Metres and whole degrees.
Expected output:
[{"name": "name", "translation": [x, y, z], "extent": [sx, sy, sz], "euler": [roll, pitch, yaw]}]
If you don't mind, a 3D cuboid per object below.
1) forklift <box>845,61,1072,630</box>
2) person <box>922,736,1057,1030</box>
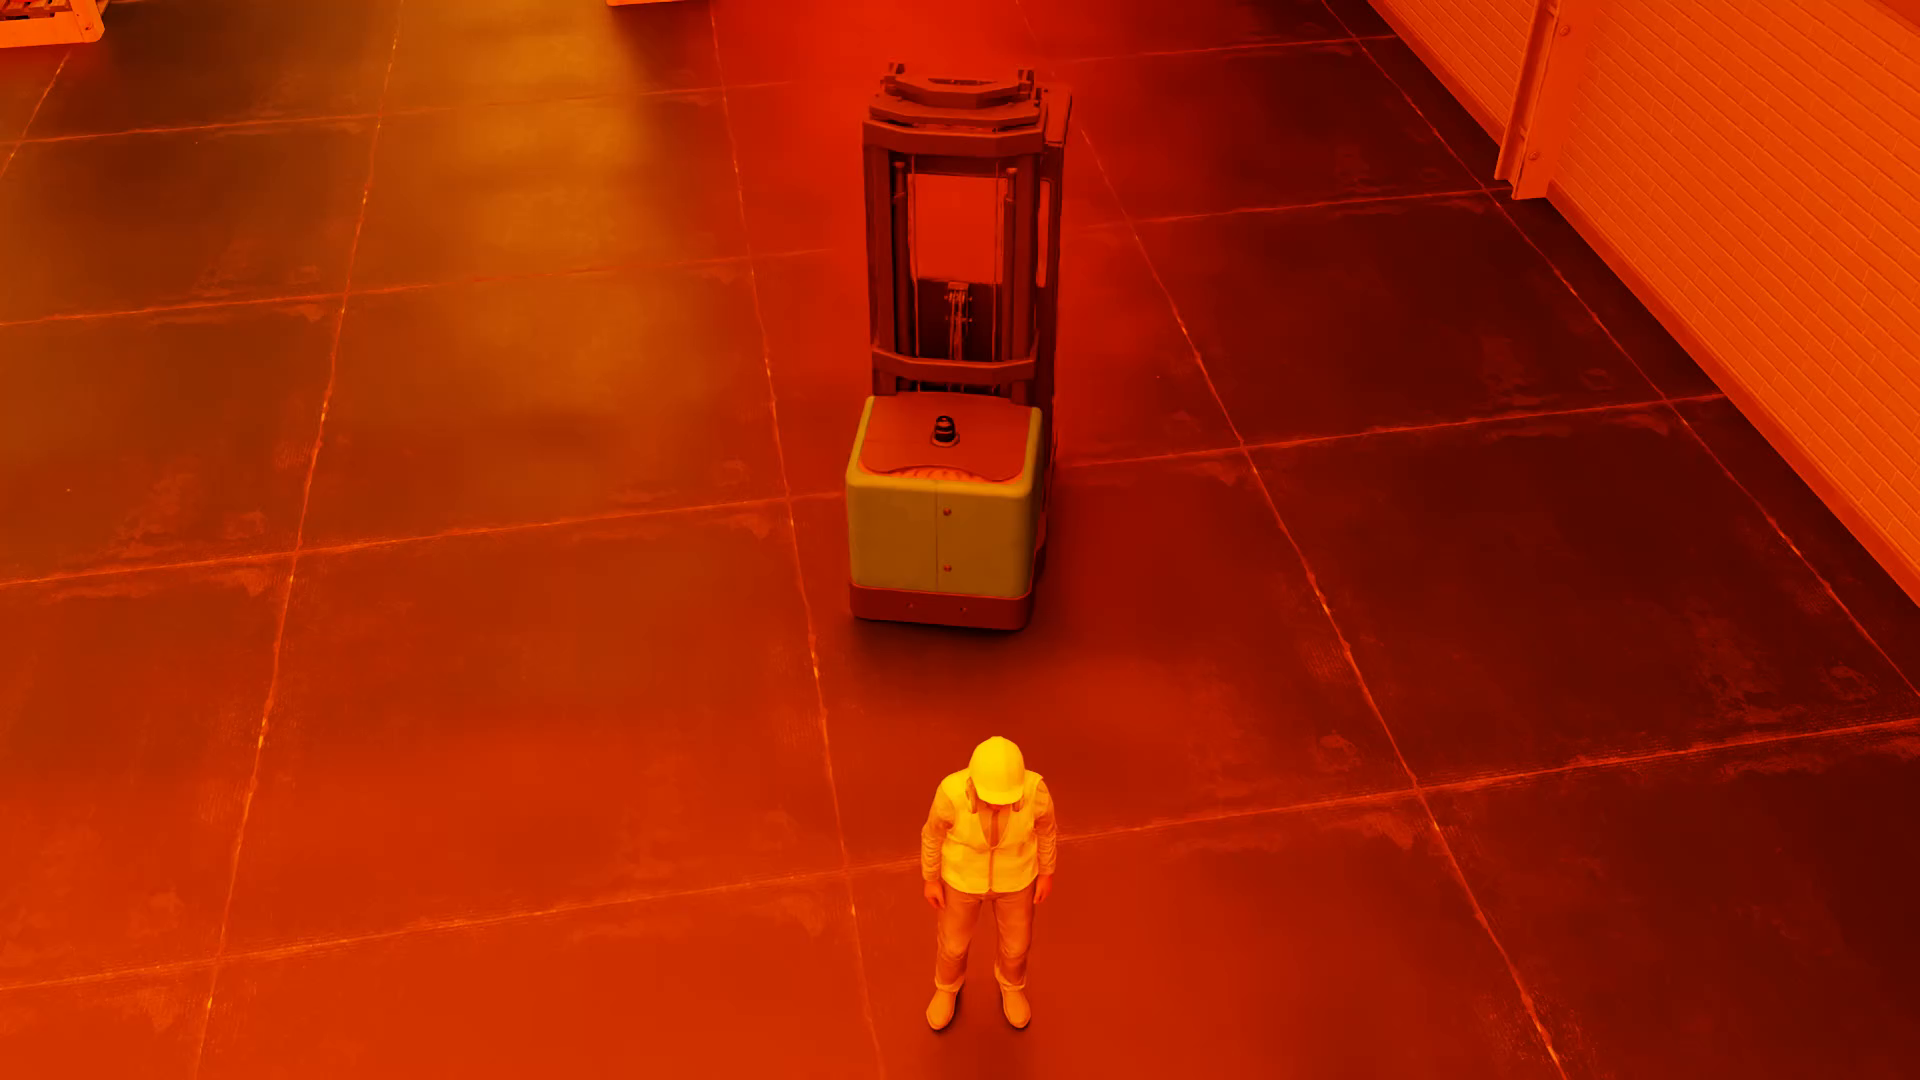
[{"name": "forklift", "translation": [0.044, -1.551, 9.782], "extent": [1.130, 2.935, 3.031], "euler": [4, 41, 5]}, {"name": "person", "translation": [0.126, 1.446, 7.154], "extent": [0.579, 1.769, 0.467], "euler": [-2, 40, -2]}]
